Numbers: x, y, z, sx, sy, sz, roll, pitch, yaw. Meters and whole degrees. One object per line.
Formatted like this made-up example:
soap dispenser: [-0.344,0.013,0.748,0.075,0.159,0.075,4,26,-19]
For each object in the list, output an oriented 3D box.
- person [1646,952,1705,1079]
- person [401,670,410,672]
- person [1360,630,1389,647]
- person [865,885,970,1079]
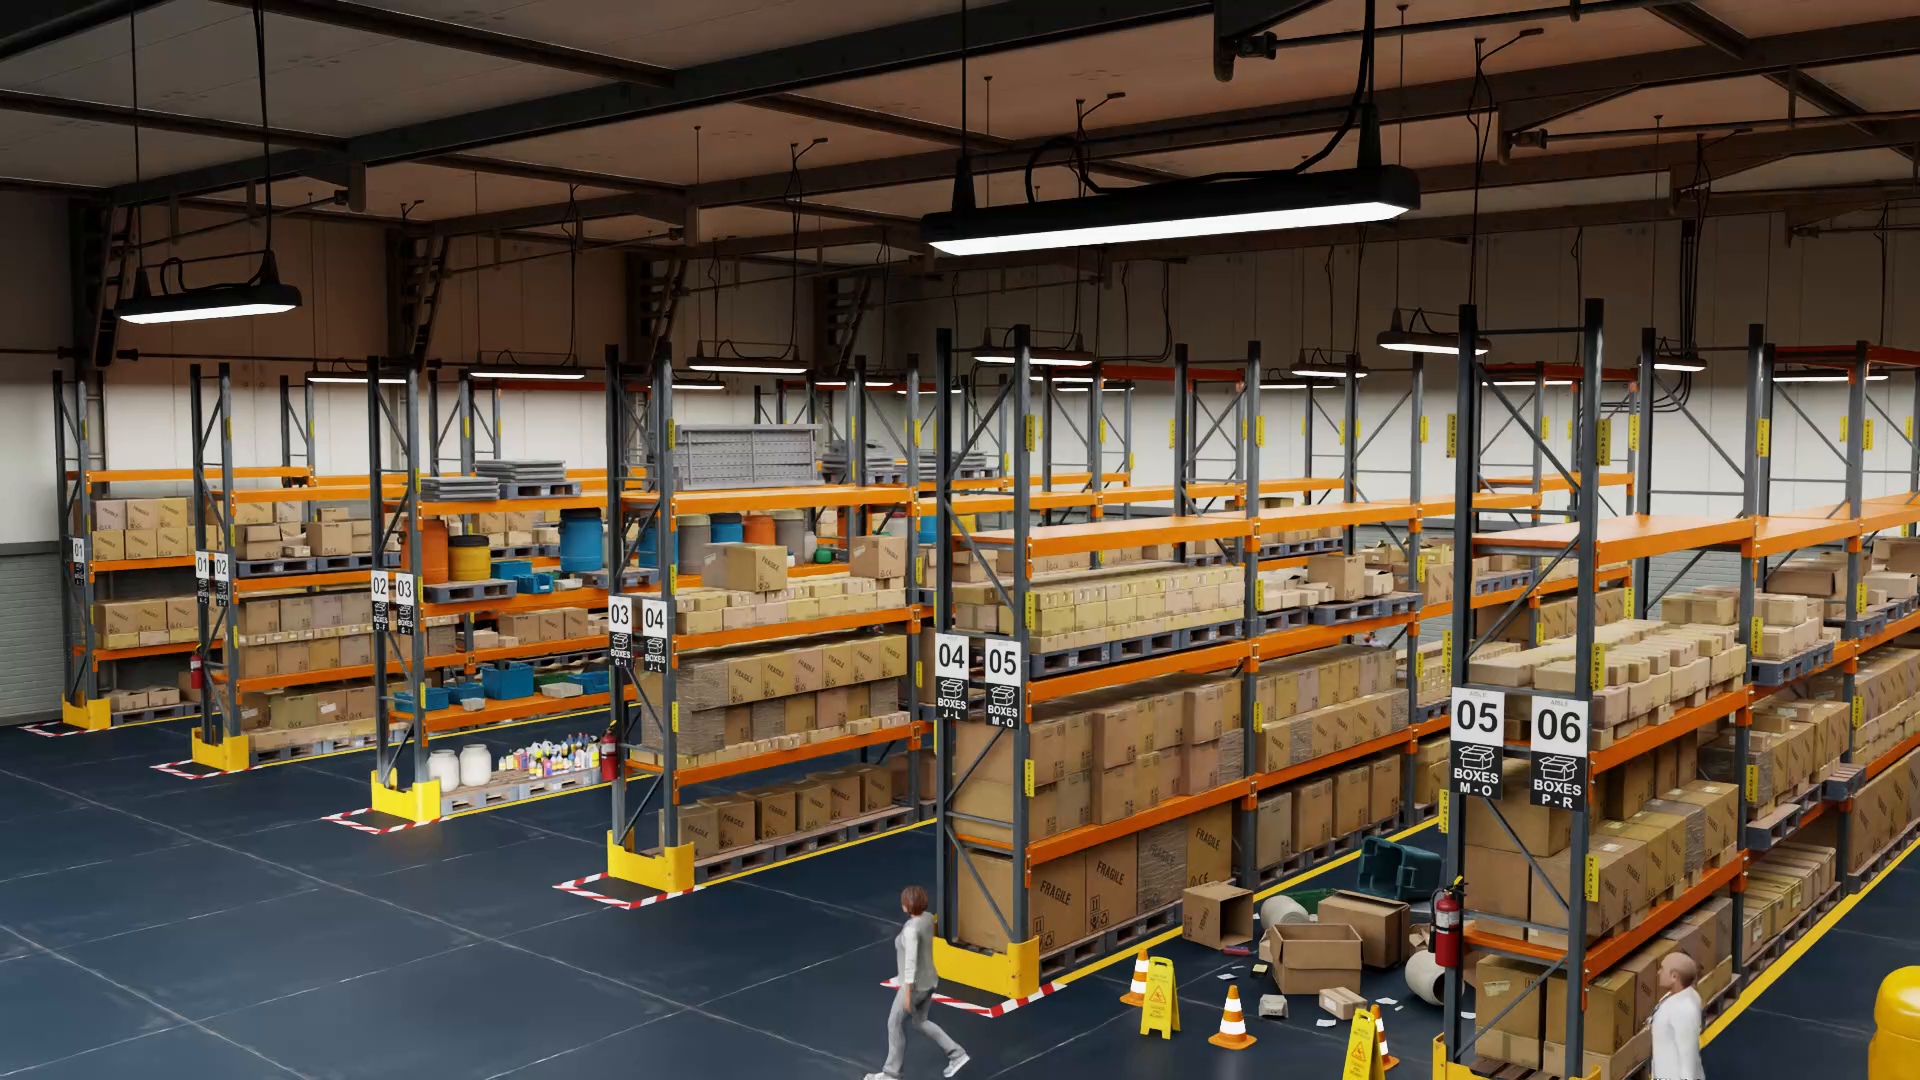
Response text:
person: [4.660,3.514,10.685,1.085,1.737,0.578,1,4,11]
person: [-10.066,2.116,30.000,0.509,1.754,0.601,-4,5,-40]
person: [7.270,2.292,29.023,0.741,1.563,0.660,-4,5,-41]
person: [-0.324,3.441,12.853,0.803,1.564,0.442,1,4,20]
